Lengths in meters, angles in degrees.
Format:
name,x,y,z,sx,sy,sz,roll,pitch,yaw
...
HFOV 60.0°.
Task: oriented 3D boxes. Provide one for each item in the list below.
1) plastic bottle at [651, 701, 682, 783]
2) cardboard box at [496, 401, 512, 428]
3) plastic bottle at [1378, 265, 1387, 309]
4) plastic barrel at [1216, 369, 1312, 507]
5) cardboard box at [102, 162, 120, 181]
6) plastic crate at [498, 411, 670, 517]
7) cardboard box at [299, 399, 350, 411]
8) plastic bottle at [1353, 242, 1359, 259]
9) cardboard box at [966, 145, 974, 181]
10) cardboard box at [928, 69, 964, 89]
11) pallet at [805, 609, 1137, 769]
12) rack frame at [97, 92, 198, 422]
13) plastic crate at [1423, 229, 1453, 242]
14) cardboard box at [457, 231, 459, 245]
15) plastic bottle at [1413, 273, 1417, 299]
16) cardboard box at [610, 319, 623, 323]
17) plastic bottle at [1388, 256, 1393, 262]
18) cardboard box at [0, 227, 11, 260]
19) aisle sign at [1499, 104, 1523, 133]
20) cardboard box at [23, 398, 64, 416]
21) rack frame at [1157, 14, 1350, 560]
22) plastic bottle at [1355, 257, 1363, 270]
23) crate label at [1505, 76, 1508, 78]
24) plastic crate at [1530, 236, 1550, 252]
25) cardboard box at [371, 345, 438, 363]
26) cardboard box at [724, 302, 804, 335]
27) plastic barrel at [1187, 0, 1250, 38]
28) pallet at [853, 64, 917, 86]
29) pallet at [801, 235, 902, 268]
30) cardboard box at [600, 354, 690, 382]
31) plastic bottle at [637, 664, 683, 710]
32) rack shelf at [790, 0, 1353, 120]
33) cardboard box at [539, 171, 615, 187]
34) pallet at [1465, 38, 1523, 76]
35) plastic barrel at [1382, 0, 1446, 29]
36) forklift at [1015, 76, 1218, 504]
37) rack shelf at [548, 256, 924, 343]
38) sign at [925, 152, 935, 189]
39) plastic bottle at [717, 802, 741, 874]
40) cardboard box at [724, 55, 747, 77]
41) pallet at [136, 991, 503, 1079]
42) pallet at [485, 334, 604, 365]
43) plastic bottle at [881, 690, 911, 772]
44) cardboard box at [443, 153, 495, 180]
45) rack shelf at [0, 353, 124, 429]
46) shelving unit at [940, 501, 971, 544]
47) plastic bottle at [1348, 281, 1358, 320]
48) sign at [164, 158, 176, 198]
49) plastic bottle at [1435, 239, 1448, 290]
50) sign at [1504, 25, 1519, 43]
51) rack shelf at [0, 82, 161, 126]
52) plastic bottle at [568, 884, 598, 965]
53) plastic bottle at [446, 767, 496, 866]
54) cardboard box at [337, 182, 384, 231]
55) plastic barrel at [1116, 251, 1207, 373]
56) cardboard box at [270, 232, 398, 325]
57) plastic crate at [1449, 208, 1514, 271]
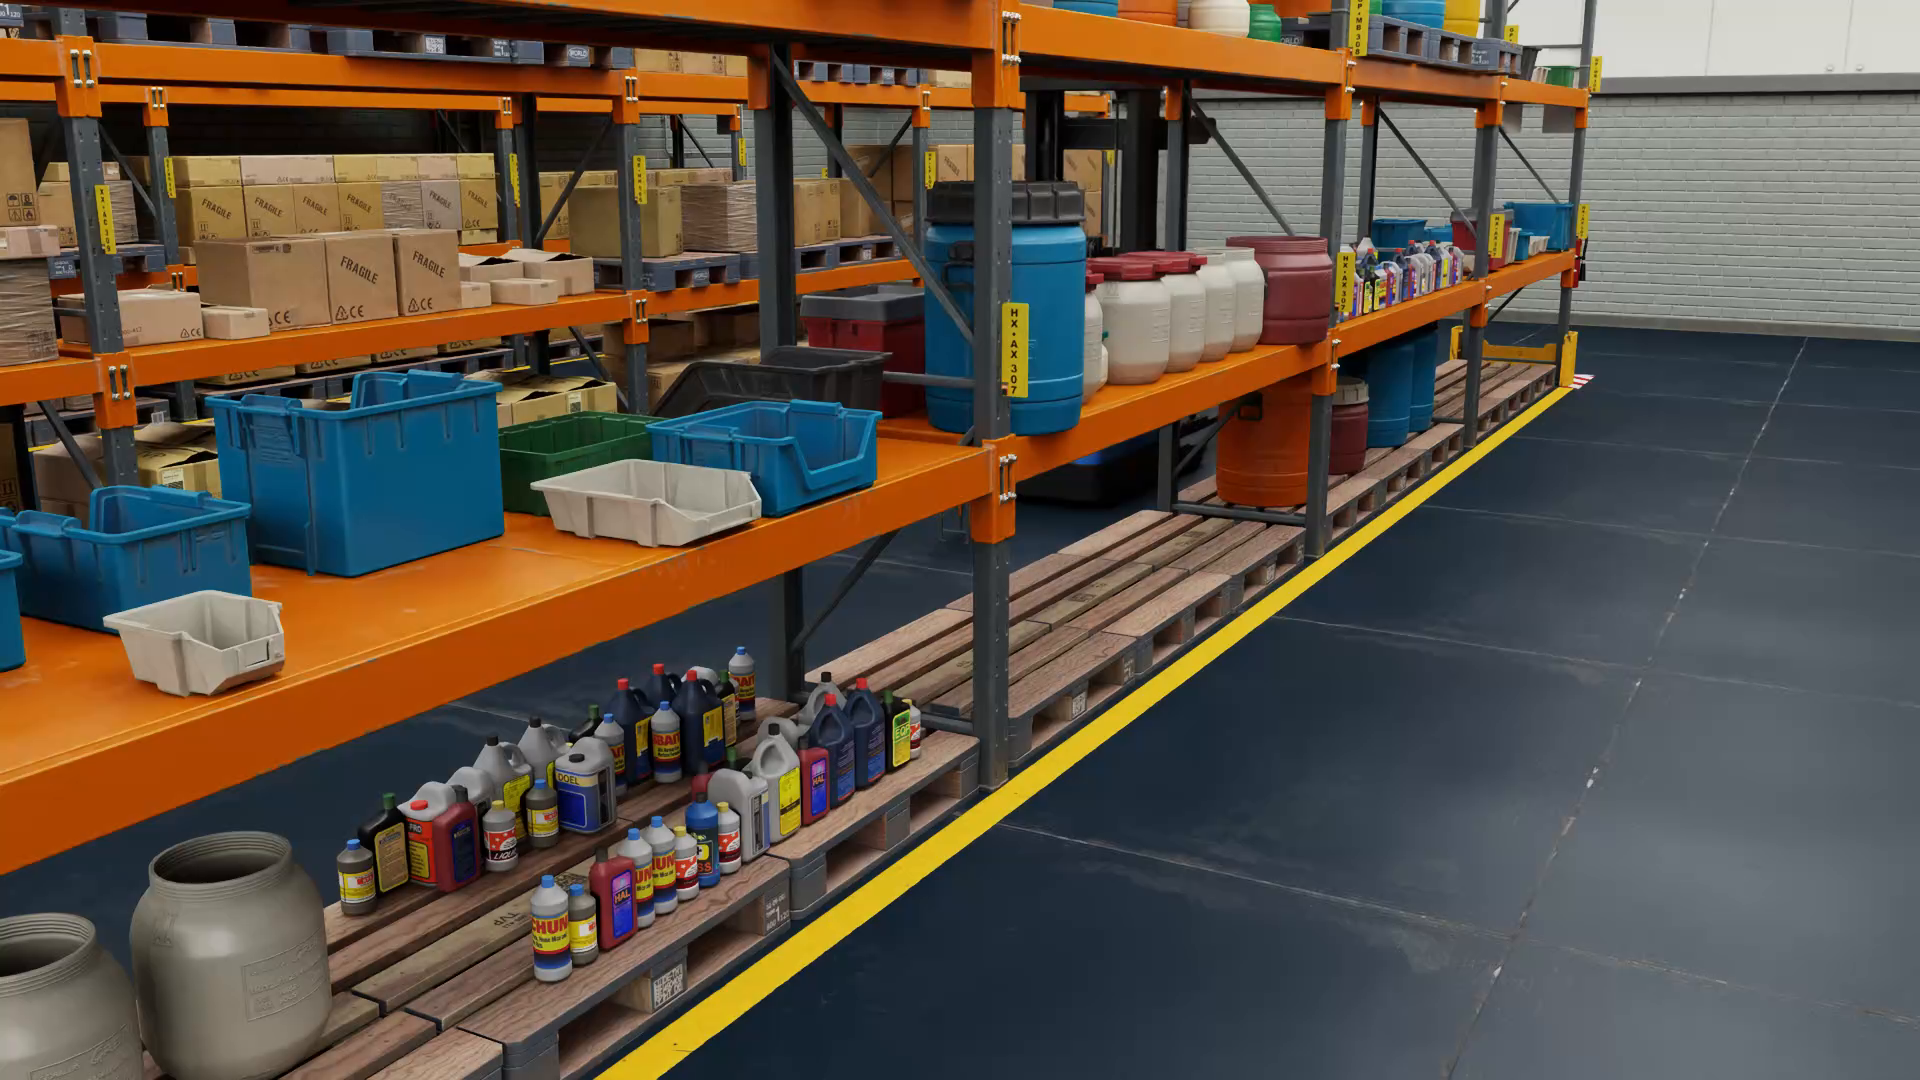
name,x,y,z,sx,sy,sz,roll,pitch,yaw
plastic bottle,-1.003,0.684,5.679,0.097,0.271,0.097,0,14,0
cardboard box,-3.215,-0.767,10.590,0.500,0.311,0.500,7,15,28
plastic bottle,2.667,-1.611,10.590,0.097,0.271,0.097,0,14,0
plastic barrel,1.870,-0.663,10.116,0.600,0.830,0.708,7,15,28
cardboard box,-7.165,-3.037,13.695,0.380,0.149,0.250,5,15,21
plastic crate,-1.189,-0.241,5.085,0.450,0.188,0.662,7,15,28
cardboard box,-3.939,-0.720,10.396,0.500,0.311,0.500,7,15,27
plastic bottle,3.031,-2.148,12.793,0.061,0.283,0.133,7,15,28
cardboard box,-0.029,-3.499,15.801,0.500,0.500,0.500,7,15,26
cardboard box,-0.300,-4.251,15.185,0.500,0.250,0.500,7,15,28
pallet,0.060,0.600,7.096,1.003,0.211,1.213,7,15,28
rack frame,-7.024,-2.534,14.142,1.000,3.000,0.127,7,15,28
plastic crate,4.327,-2.655,14.876,0.416,0.233,0.300,7,15,28
cardboard box,-5.272,-3.038,16.728,0.380,0.149,0.250,8,16,30
plastic bottle,3.045,-1.737,11.263,0.097,0.201,0.097,0,14,0
cardboard box,-4.143,-2.693,19.240,0.700,0.500,0.500,8,16,29
plastic bottle,2.959,-1.808,11.409,0.097,0.271,0.097,0,14,0
cardboard box,-4.685,-1.386,7.784,0.380,0.149,0.250,7,15,27
aisle sign,5.291,-4.365,16.191,0.394,0.787,0.004,7,15,28
cardboard box,-7.677,-1.286,13.363,0.700,0.500,0.500,7,15,28
rack frame,1.648,-1.411,9.487,1.000,3.000,0.127,7,15,28
plastic bottle,2.966,-1.998,12.345,0.097,0.201,0.097,0,14,0
crate label,4.072,-3.629,12.851,0.293,0.136,0.466,7,15,28
plastic crate,5.280,-2.766,15.539,0.396,0.136,0.243,7,15,28
cardboard box,-5.718,-2.183,16.377,0.750,0.750,0.750,8,16,30
cardboard box,-1.683,-1.880,14.227,0.500,0.250,0.500,7,15,28
plastic barrel,1.238,-2.515,7.959,0.301,0.262,0.301,0,14,0
pallet,-1.129,-4.035,14.370,1.213,0.211,1.003,7,15,28
pallet,-1.234,-2.549,14.615,1.003,0.211,1.213,7,15,28
cardboard box,-2.439,-1.190,12.965,0.500,0.500,0.500,8,16,30
plastic bottle,-1.039,0.602,5.850,0.144,0.351,0.185,8,16,30
rack shelf,0.682,-2.109,7.517,1.077,0.370,4.000,7,15,28
cardboard box,-4.456,-3.759,18.584,0.980,0.700,0.700,7,15,27
pallet,3.289,-3.426,11.848,1.213,0.211,1.003,7,15,28
plastic barrel,2.891,-3.770,10.907,0.600,0.901,0.708,7,15,28
forklift,1.140,-1.963,11.922,1.130,2.935,3.031,7,15,27
rack shelf,-1.719,-2.034,13.604,1.077,0.370,4.000,7,15,28
sign,-0.265,-3.294,14.828,0.100,0.325,0.005,7,15,28
plastic bottle,-0.708,0.887,4.987,0.097,0.201,0.097,0,14,0
cardboard box,-2.006,-3.785,12.718,0.910,0.500,0.500,7,15,28
pallet,-1.826,1.399,3.781,1.003,0.211,1.213,7,15,28
pallet,-4.654,-2.146,18.484,1.003,0.211,1.213,7,15,28
plastic bottle,-0.229,0.652,5.785,0.061,0.283,0.133,8,16,31
cardboard box,-5.092,-3.797,16.892,0.500,0.250,0.500,8,16,29
rack shelf,-5.586,-0.392,6.796,1.077,0.370,4.000,7,15,28
shelving unit,0.026,-0.521,9.956,0.215,1.050,0.252,7,15,28
plastic bottle,2.339,-1.469,9.975,0.061,0.283,0.133,7,15,28
sign,-6.544,-2.998,13.769,0.100,0.325,0.005,7,15,28
plastic bottle,3.424,-1.982,11.960,0.144,0.351,0.185,7,15,28
sign,4.063,-3.632,12.278,0.100,0.325,0.005,7,15,28
rack shelf,-7.991,-3.232,12.173,1.077,0.370,4.000,7,15,28
plastic bottle,-1.020,1.019,4.440,0.097,0.201,0.097,0,14,0
plastic bottle,-1.502,0.837,5.035,0.152,0.276,0.135,7,15,26
cardboard box,-5.818,-3.123,15.697,0.500,0.500,0.500,8,16,30
plastic barrel,0.933,-1.067,7.770,0.433,0.535,0.433,0,14,0
cardboard box,-3.737,-1.568,9.922,0.500,0.500,0.500,7,15,28
plastic crate,4.233,-2.447,13.518,0.402,0.464,0.583,7,15,28
